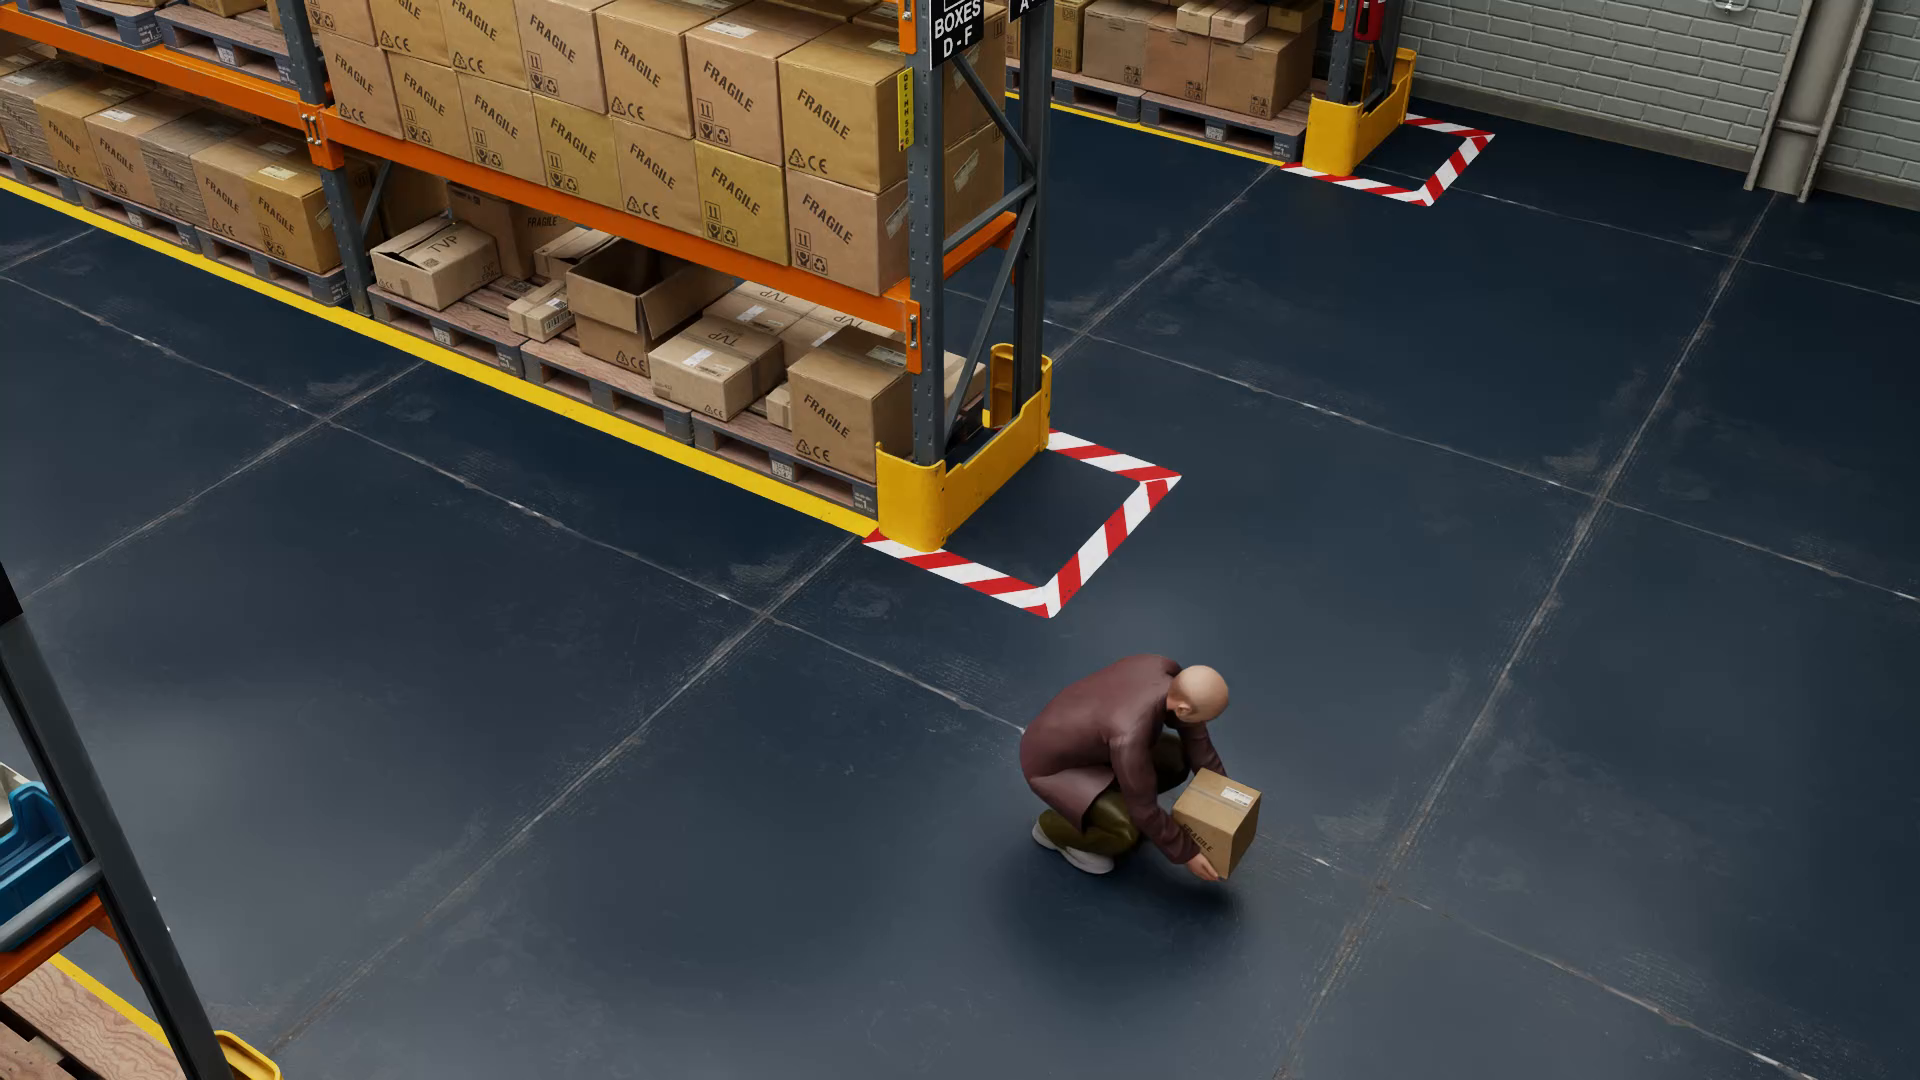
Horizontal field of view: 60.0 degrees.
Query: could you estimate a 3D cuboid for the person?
[{"bbox_3d":[0.654,0.819,6.287,0.895,0.992,0.600,21,43,25],"label":"person"}]
